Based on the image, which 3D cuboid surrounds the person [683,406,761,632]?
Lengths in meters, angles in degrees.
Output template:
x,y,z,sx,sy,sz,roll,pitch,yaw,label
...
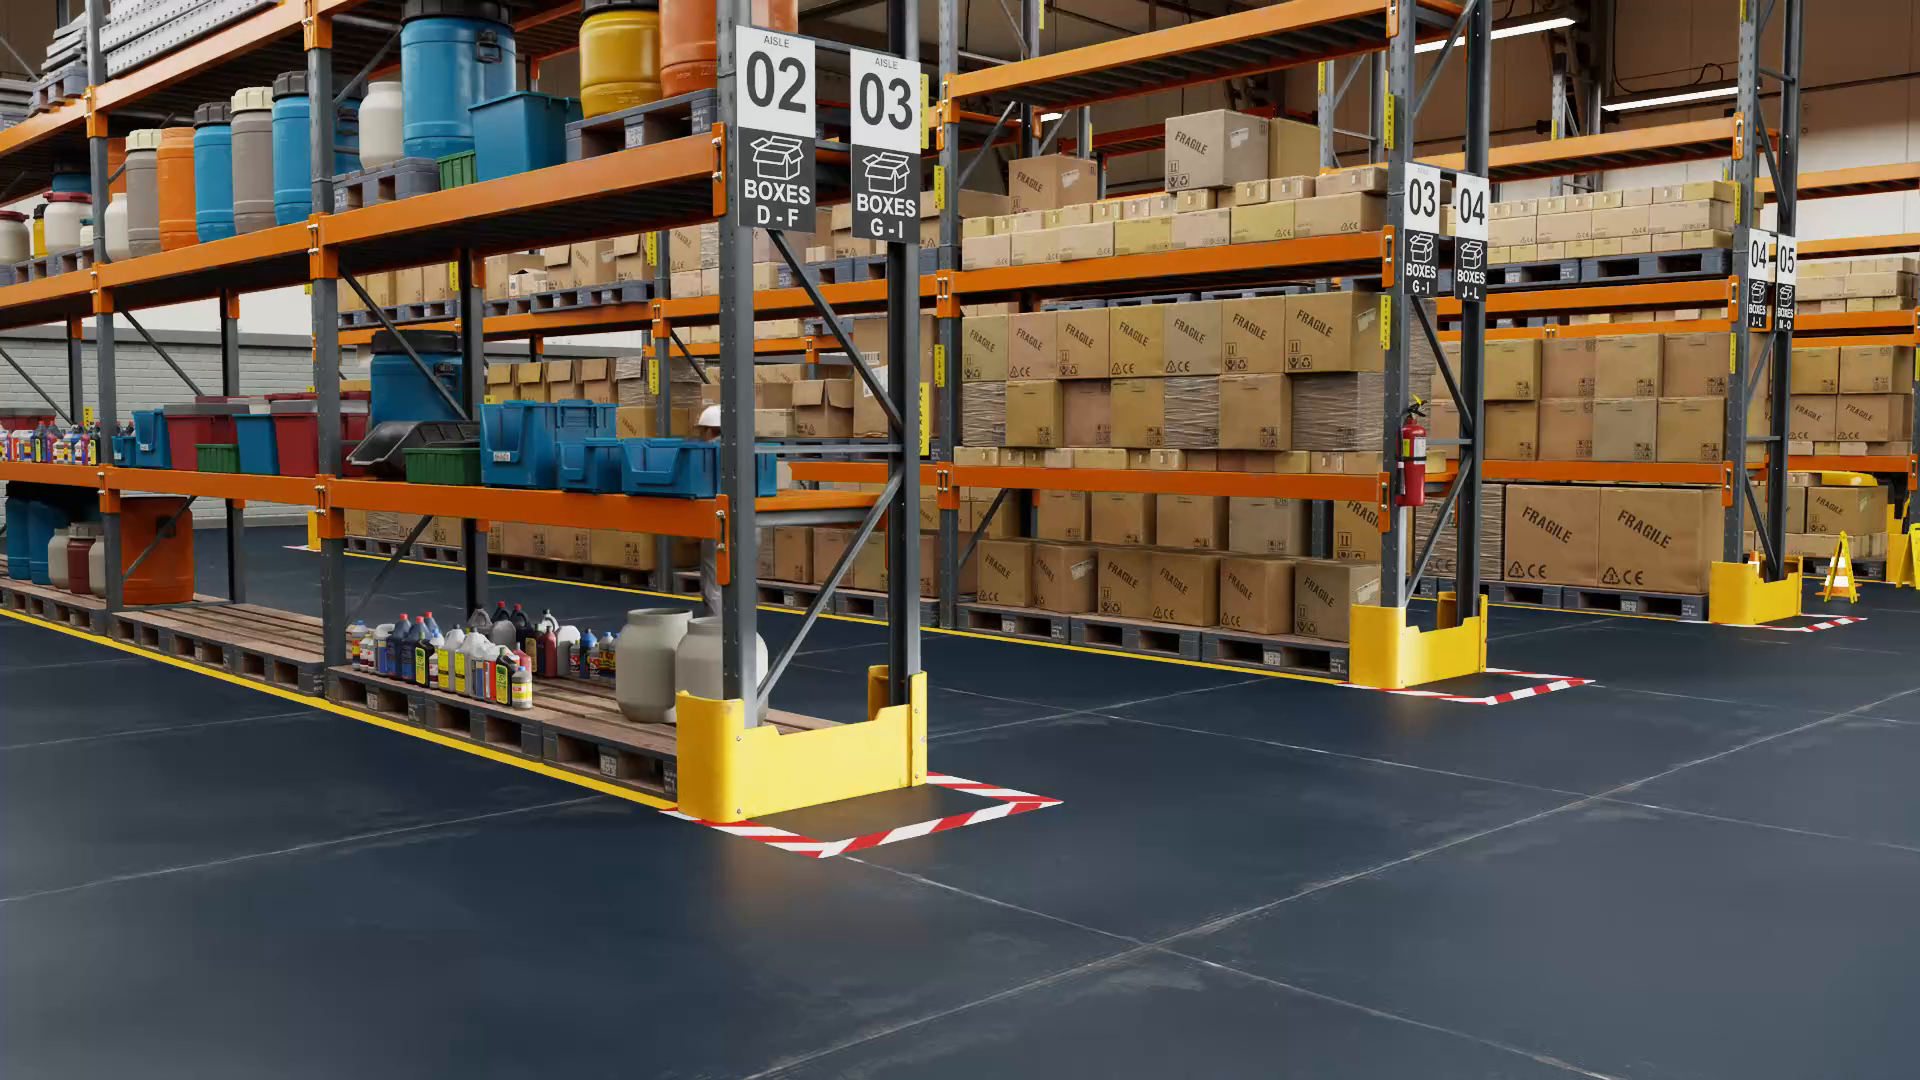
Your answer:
x,y,z,sx,sy,sz,roll,pitch,yaw,label
-1.684,-0.064,11.694,0.484,1.756,0.582,-4,5,-45,person
